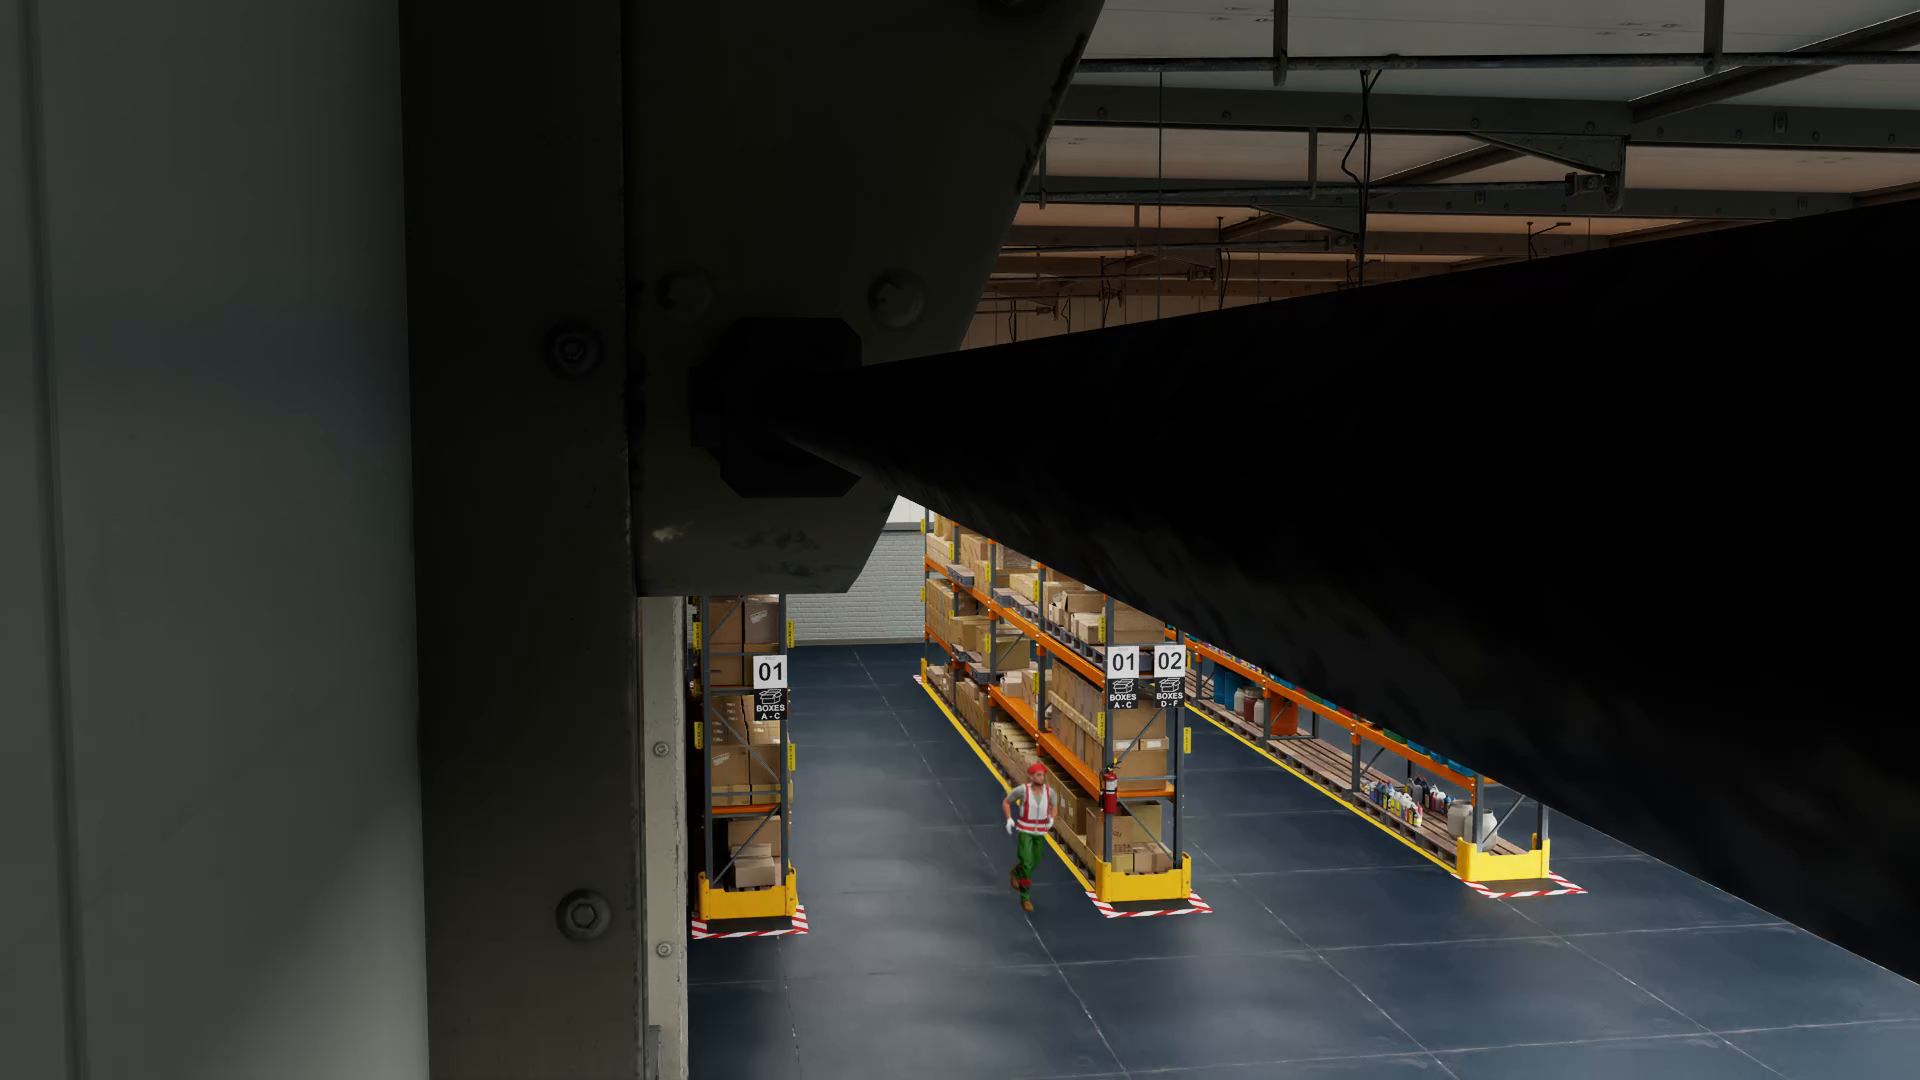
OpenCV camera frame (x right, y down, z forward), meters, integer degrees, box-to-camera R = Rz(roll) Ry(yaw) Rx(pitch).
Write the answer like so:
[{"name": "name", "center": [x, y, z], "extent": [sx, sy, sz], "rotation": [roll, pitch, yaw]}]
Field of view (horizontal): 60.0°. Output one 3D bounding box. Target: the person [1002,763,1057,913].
[{"name": "person", "center": [0.887, 3.647, 20.708], "extent": [0.701, 1.782, 0.874], "rotation": [-2, 5, -18]}]
